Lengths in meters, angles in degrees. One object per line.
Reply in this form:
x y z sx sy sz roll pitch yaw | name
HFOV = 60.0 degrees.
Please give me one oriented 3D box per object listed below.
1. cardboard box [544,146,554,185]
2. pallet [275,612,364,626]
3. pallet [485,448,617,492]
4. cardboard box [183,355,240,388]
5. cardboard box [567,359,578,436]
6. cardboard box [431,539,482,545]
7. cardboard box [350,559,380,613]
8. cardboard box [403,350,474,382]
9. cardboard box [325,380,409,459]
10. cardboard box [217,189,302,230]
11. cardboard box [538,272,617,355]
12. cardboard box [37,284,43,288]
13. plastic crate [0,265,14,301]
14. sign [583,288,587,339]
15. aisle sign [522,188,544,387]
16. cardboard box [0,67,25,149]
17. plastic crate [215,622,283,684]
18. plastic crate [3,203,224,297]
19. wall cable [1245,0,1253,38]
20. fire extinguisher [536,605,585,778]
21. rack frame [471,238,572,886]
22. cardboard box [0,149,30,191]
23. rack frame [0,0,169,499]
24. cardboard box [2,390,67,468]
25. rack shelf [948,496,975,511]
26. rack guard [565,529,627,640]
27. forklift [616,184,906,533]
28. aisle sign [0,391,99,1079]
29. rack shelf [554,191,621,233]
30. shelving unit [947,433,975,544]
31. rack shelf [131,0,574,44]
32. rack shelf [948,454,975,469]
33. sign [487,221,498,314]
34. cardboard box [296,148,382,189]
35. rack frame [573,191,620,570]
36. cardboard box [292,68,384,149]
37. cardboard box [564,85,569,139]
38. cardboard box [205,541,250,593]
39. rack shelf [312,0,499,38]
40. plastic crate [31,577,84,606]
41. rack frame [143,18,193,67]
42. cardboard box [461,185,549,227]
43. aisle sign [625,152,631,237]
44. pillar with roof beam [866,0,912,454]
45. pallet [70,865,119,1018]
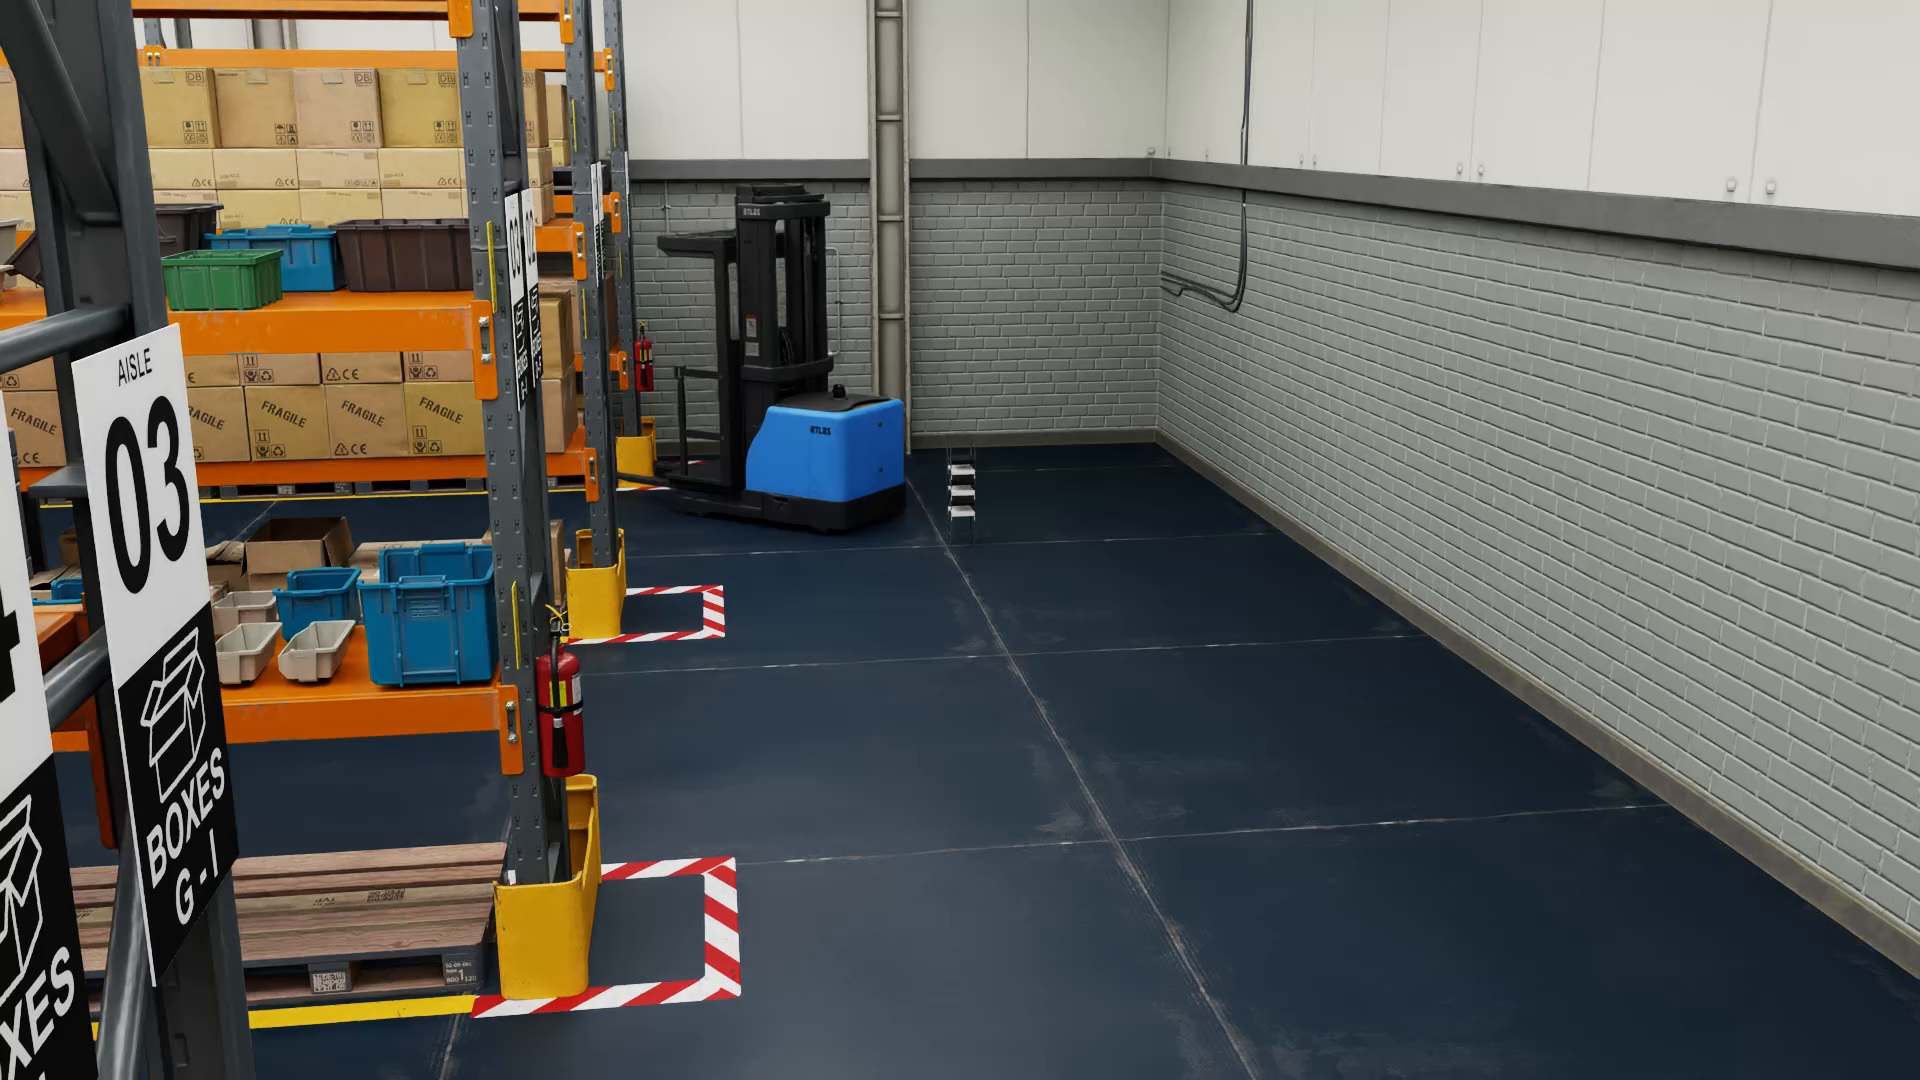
-3.088 -2.584 11.472 0.500 0.250 0.500 -2 14 -8 | cardboard box
-4.608 0.513 11.743 1.213 0.211 1.003 -2 14 -8 | pallet
-4.062 -0.706 16.603 1.213 0.211 1.003 -2 14 -8 | pallet
-4.970 -1.290 10.939 0.500 0.500 0.500 -3 14 -10 | cardboard box
-3.019 -1.011 11.881 0.500 0.500 0.500 -2 14 -7 | cardboard box
-3.615 0.175 12.106 0.500 0.250 0.500 -2 14 -8 | cardboard box
-3.986 0.311 11.562 0.500 0.250 0.500 -2 14 -8 | cardboard box
-3.440 -1.348 11.168 0.500 0.500 0.500 -2 14 -7 | cardboard box
-3.950 -0.845 11.221 0.500 0.500 0.500 -2 14 -8 | cardboard box
-4.495 -2.164 10.827 0.500 0.250 0.500 -2 14 -8 | cardboard box
-3.785 -2.231 16.335 0.700 0.700 0.980 -1 14 -6 | cardboard box
-8.169 -2.433 15.357 0.500 0.250 0.500 -2 14 -7 | cardboard box
-3.813 -0.916 6.083 0.530 0.136 0.437 -2 14 -8 | plastic crate
-2.478 -1.496 10.990 0.005 0.325 0.100 -2 14 -8 | sign
-1.780 -1.058 6.932 0.004 0.787 0.394 -2 14 -8 | aisle sign
-6.021 -2.785 10.734 0.500 0.500 0.700 -2 14 -8 | cardboard box
-2.875 0.456 6.658 0.243 0.136 0.396 -2 14 -8 | plastic crate
-3.358 -1.159 6.638 0.767 0.338 0.504 -2 14 -8 | plastic crate
2.766 -5.428 13.368 0.112 2.526 3.097 -2 14 -8 | wall cable
-1.590 0.599 6.593 0.183 0.674 0.296 -2 14 -8 | fire extinguisher
-1.807 0.277 6.953 0.127 3.000 1.000 -2 14 -8 | rack frame
-5.978 -2.353 10.551 0.500 0.250 0.500 -2 14 -8 | cardboard box
-1.069 -1.442 1.472 0.127 3.000 1.000 -2 14 -8 | rack frame
-5.952 -0.772 10.926 0.500 0.500 0.500 -2 14 -7 | cardboard box
0.008 -0.317 14.144 0.200 0.077 0.258 -2 14 -8 | rack shelf
-2.616 0.300 11.997 0.348 0.500 1.175 -2 14 -8 | rack guard
-2.016 -1.731 15.100 3.031 2.935 1.130 8 16 30 | forklift
-0.953 0.277 1.608 0.004 0.787 0.394 -2 14 -8 | aisle sign
-5.260 -3.140 15.888 4.000 0.370 1.077 -2 14 -8 | rack shelf
0.008 -0.437 14.114 0.210 0.900 0.258 -2 14 -8 | shelving unit
-4.519 -3.402 10.773 4.000 0.370 1.077 -2 14 -8 | rack shelf
0.008 -0.666 14.056 0.200 0.077 0.258 -2 14 -8 | rack shelf
-1.709 -0.996 6.075 0.005 0.325 0.100 -2 14 -8 | sign
-4.000 -2.424 10.837 0.500 0.250 0.500 -2 14 -8 | cardboard box
-2.541 -0.915 11.704 0.127 3.000 1.000 -2 14 -8 | rack frame
-4.032 -2.839 10.949 0.500 0.500 0.700 -2 14 -8 | cardboard box
-4.040 -4.136 16.080 0.500 0.500 0.500 -3 14 -10 | cardboard box
-5.234 0.205 11.862 0.500 0.311 0.500 -2 14 -8 | cardboard box
-3.784 -2.018 6.070 4.000 0.370 1.077 -2 14 -8 | rack shelf
-3.699 0.317 7.012 0.300 0.233 0.416 -2 14 -8 | plastic crate
-7.238 -4.871 15.147 0.127 3.000 1.000 -2 14 -8 | rack frame
-3.010 -2.215 11.030 0.500 0.250 0.500 -2 14 -8 | cardboard box
-3.167 -3.298 15.861 0.004 0.787 0.394 -2 14 -8 | aisle sign
-0.100 -4.287 12.816 0.400 9.000 9.100 -2 14 -8 | pillar with roof beam
-3.832 1.693 7.037 1.213 0.211 1.003 -2 14 -8 | pallet
